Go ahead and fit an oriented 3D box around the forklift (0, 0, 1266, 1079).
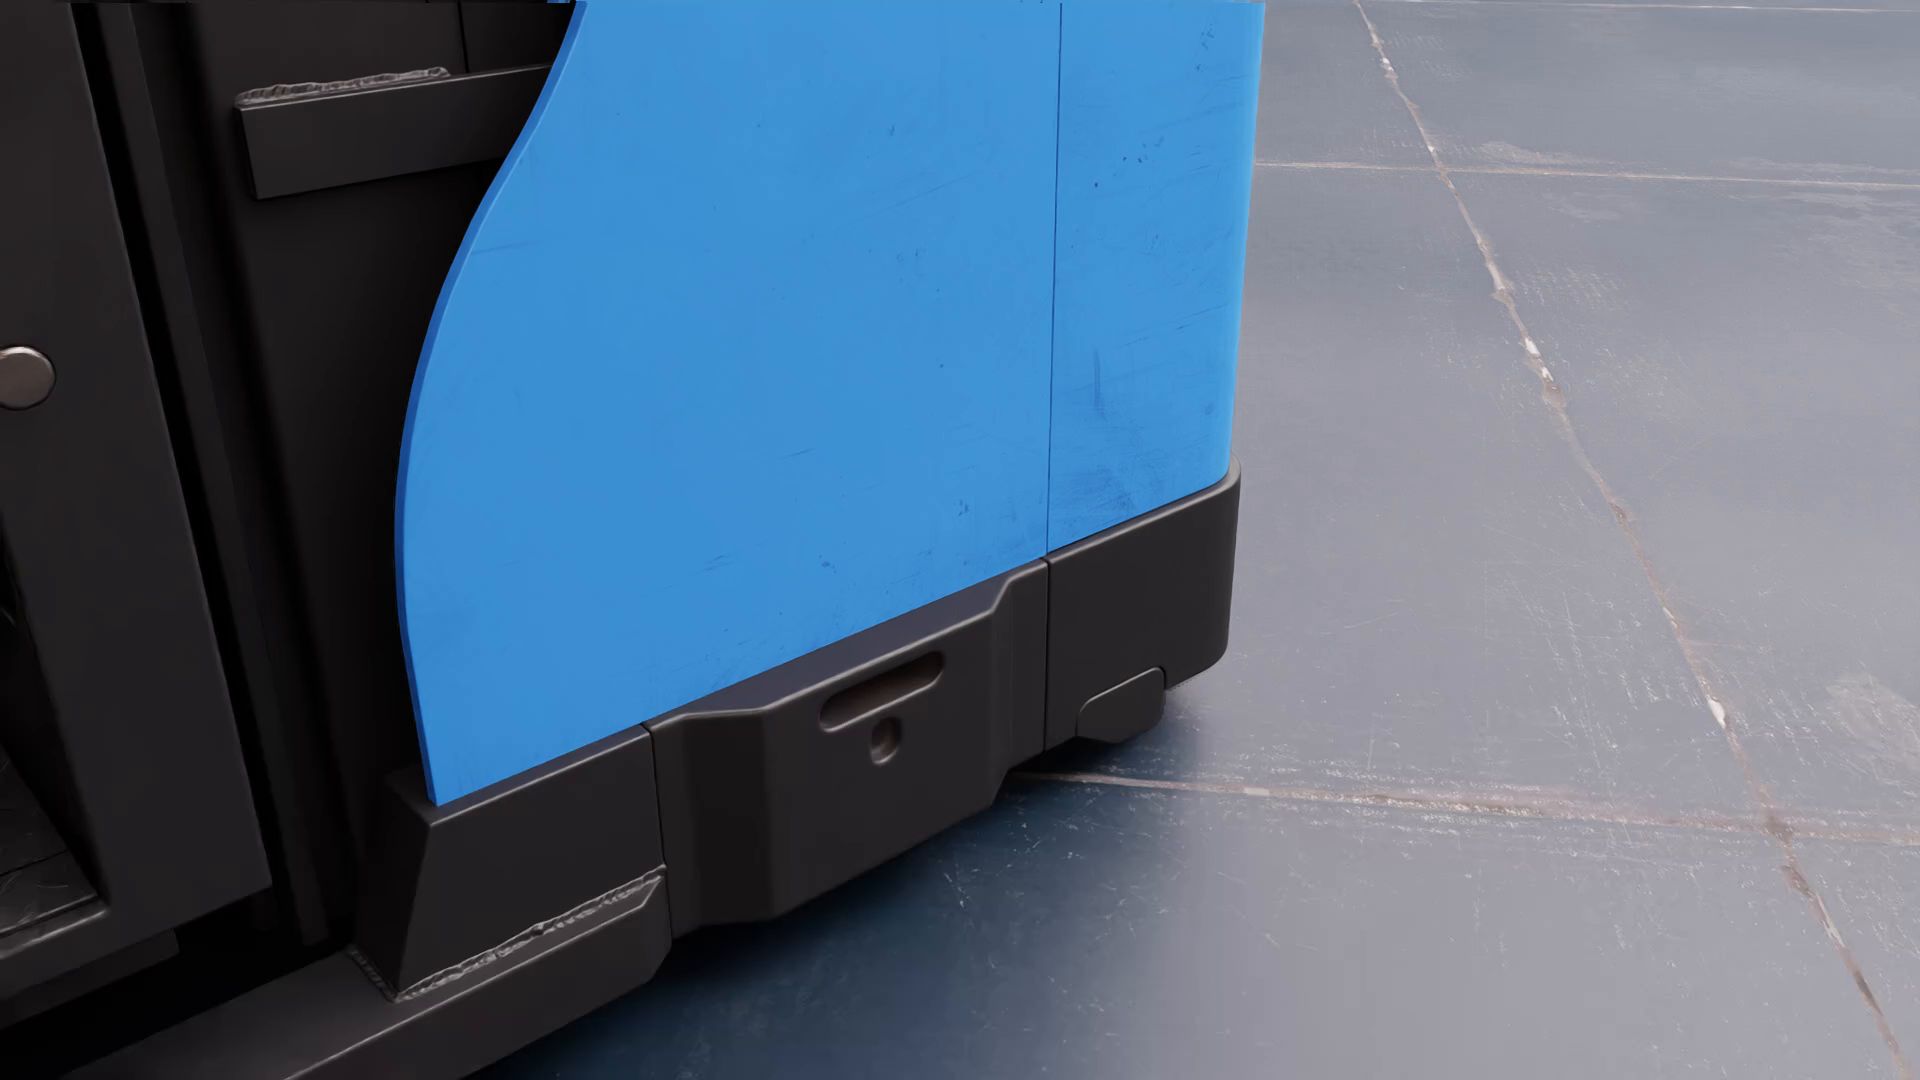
[{"bbox_3d":[-1.106,-0.852,0.924,3.031,2.935,1.130,-21,34,-36],"label":"forklift"}]
